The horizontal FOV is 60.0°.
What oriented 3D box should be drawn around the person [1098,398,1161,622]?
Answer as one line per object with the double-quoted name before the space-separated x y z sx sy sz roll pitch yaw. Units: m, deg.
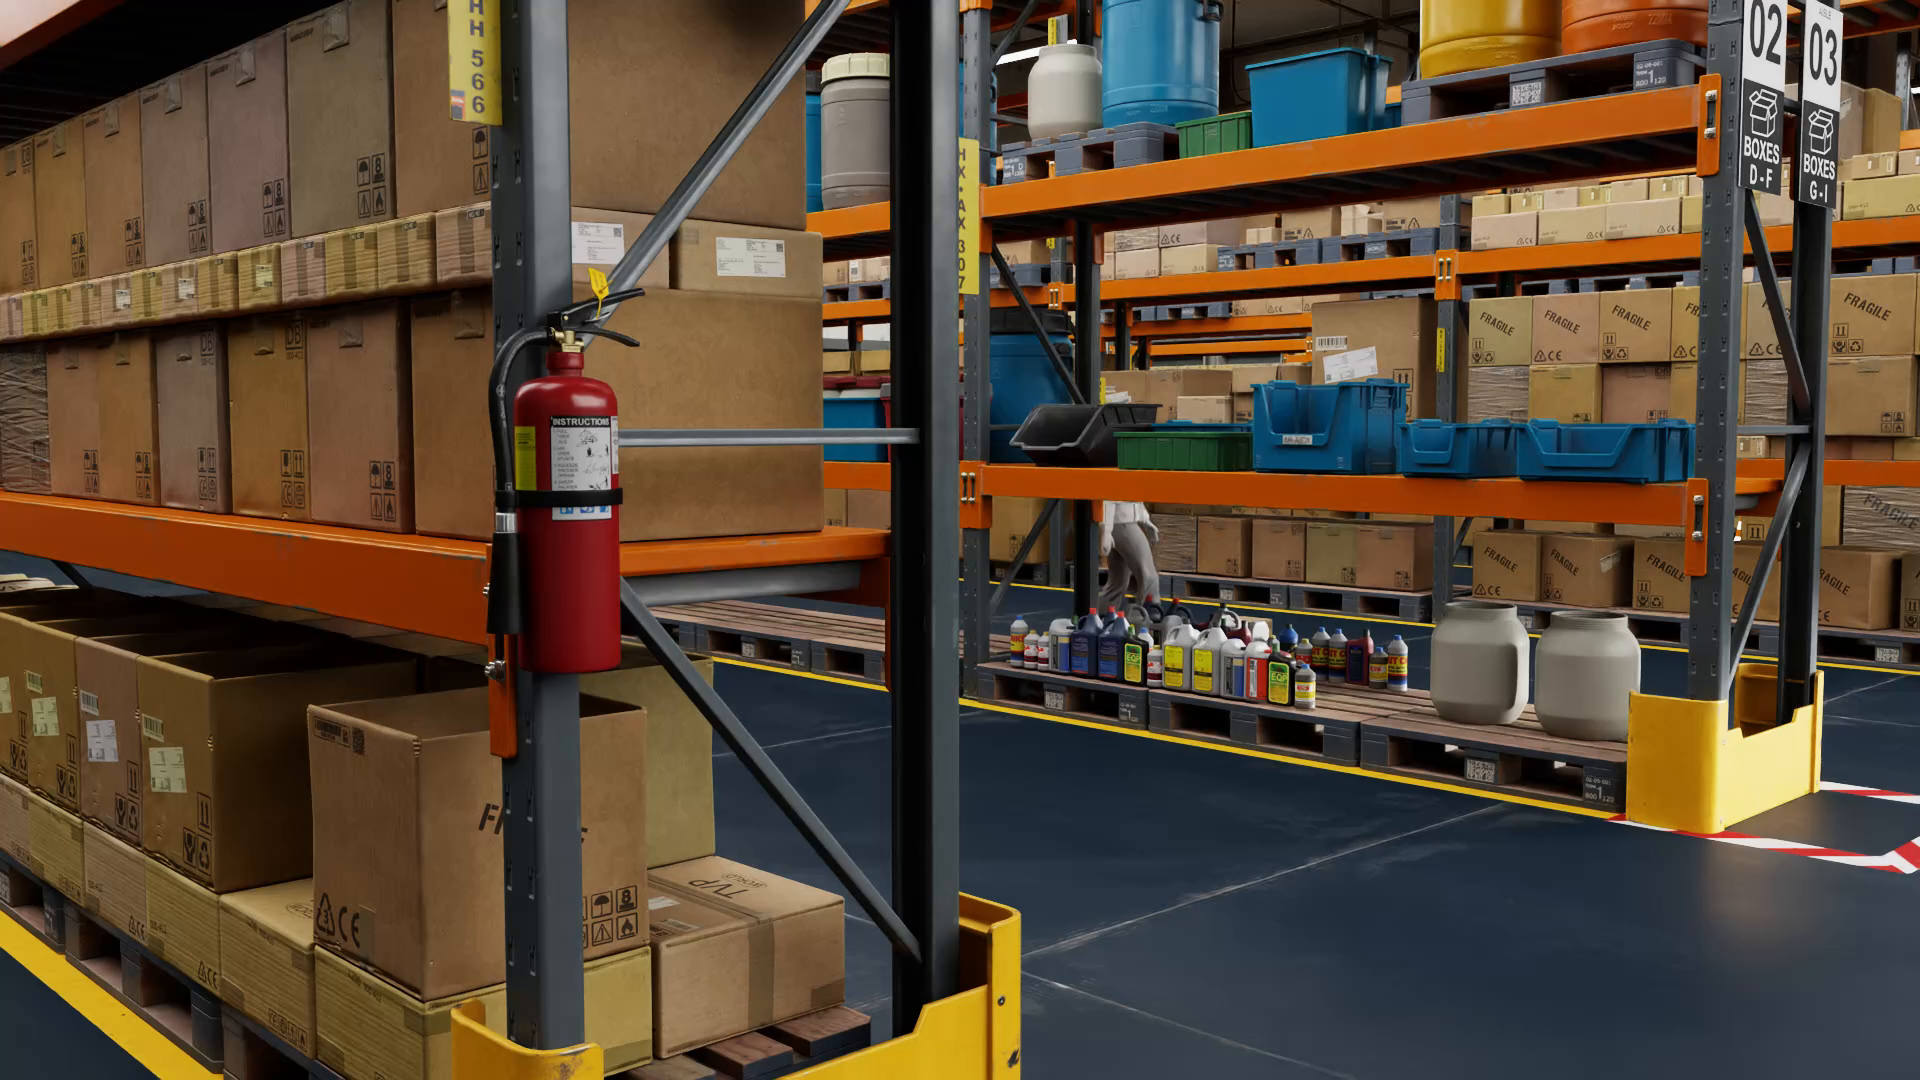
"person" 1.167 -0.066 10.811 0.666 1.706 0.521 1 4 8
